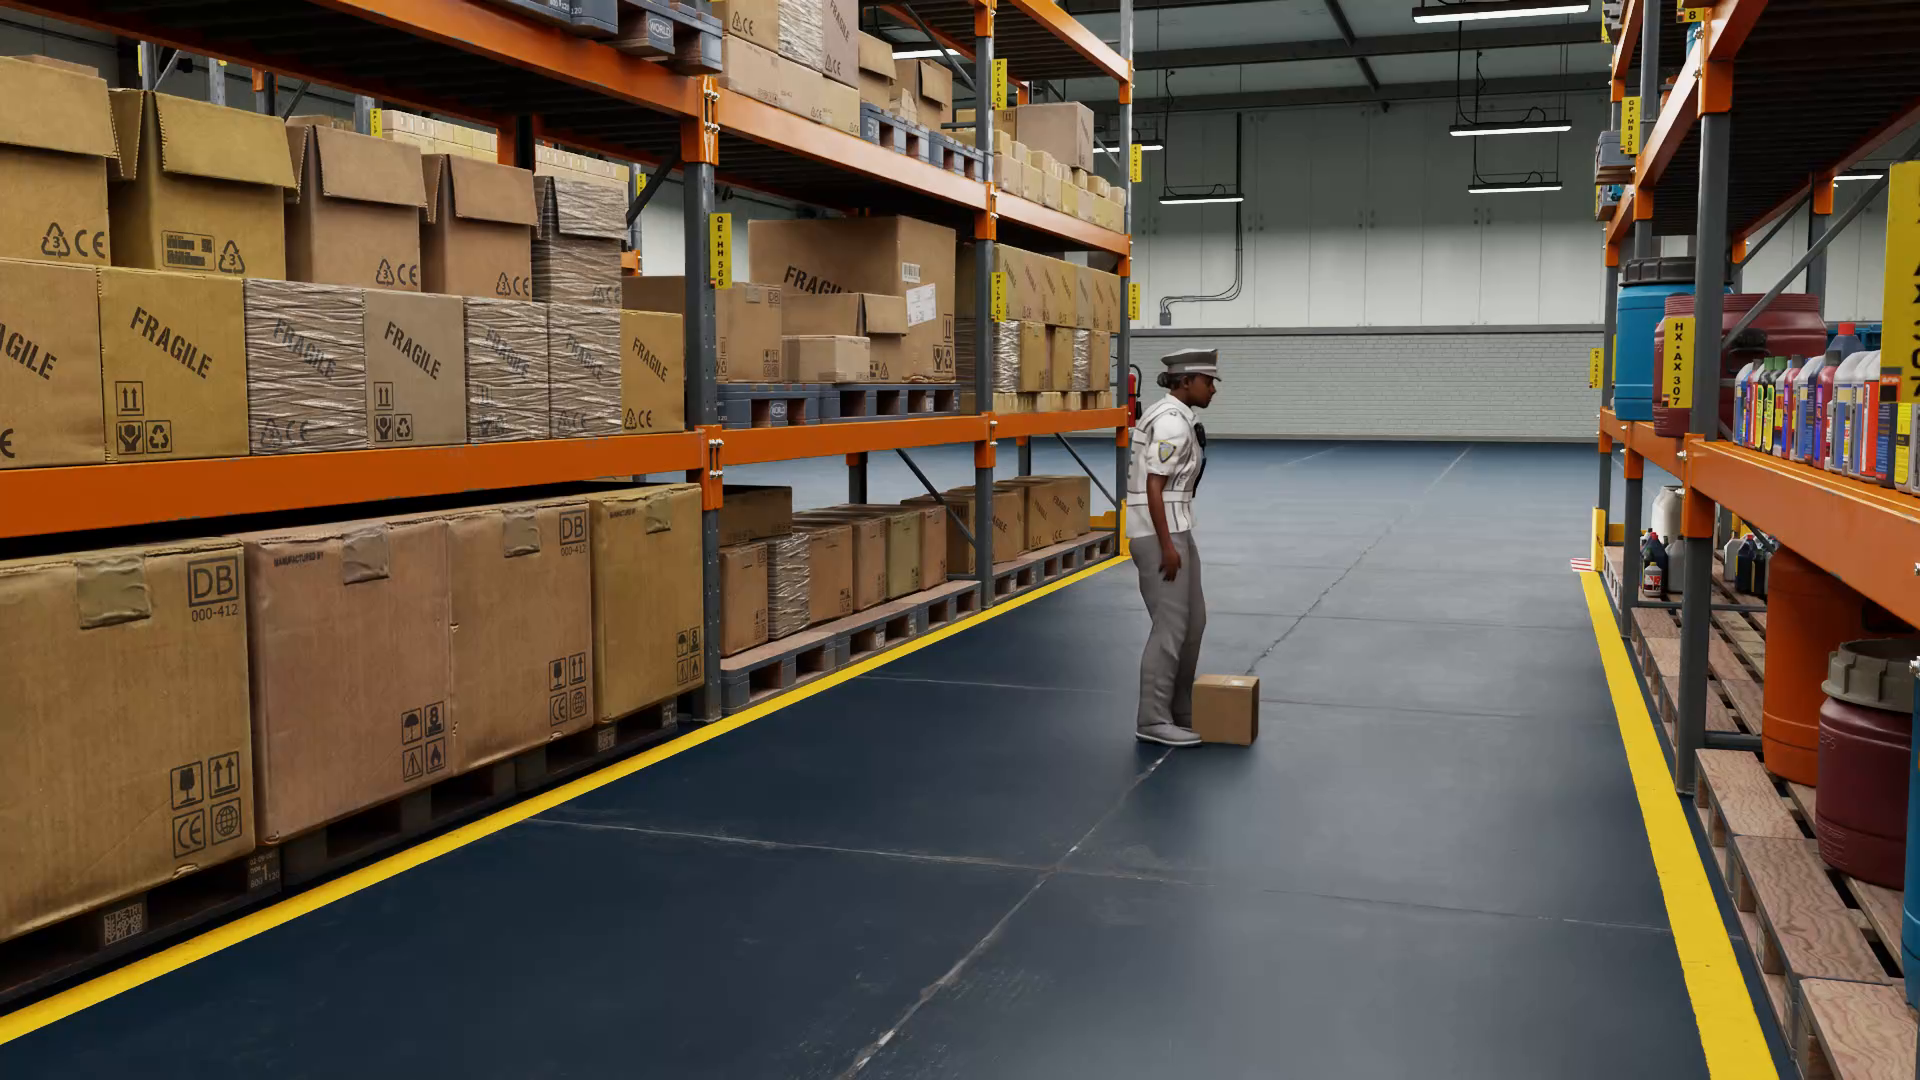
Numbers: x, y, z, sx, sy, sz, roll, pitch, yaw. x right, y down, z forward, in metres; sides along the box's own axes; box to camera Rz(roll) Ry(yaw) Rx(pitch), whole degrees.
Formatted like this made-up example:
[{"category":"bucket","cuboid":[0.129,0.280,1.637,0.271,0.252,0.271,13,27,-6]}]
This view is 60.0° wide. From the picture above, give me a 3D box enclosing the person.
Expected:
[{"category":"person","cuboid":[0.919,0.016,7.088,0.427,1.656,0.518,2,6,16]}]
